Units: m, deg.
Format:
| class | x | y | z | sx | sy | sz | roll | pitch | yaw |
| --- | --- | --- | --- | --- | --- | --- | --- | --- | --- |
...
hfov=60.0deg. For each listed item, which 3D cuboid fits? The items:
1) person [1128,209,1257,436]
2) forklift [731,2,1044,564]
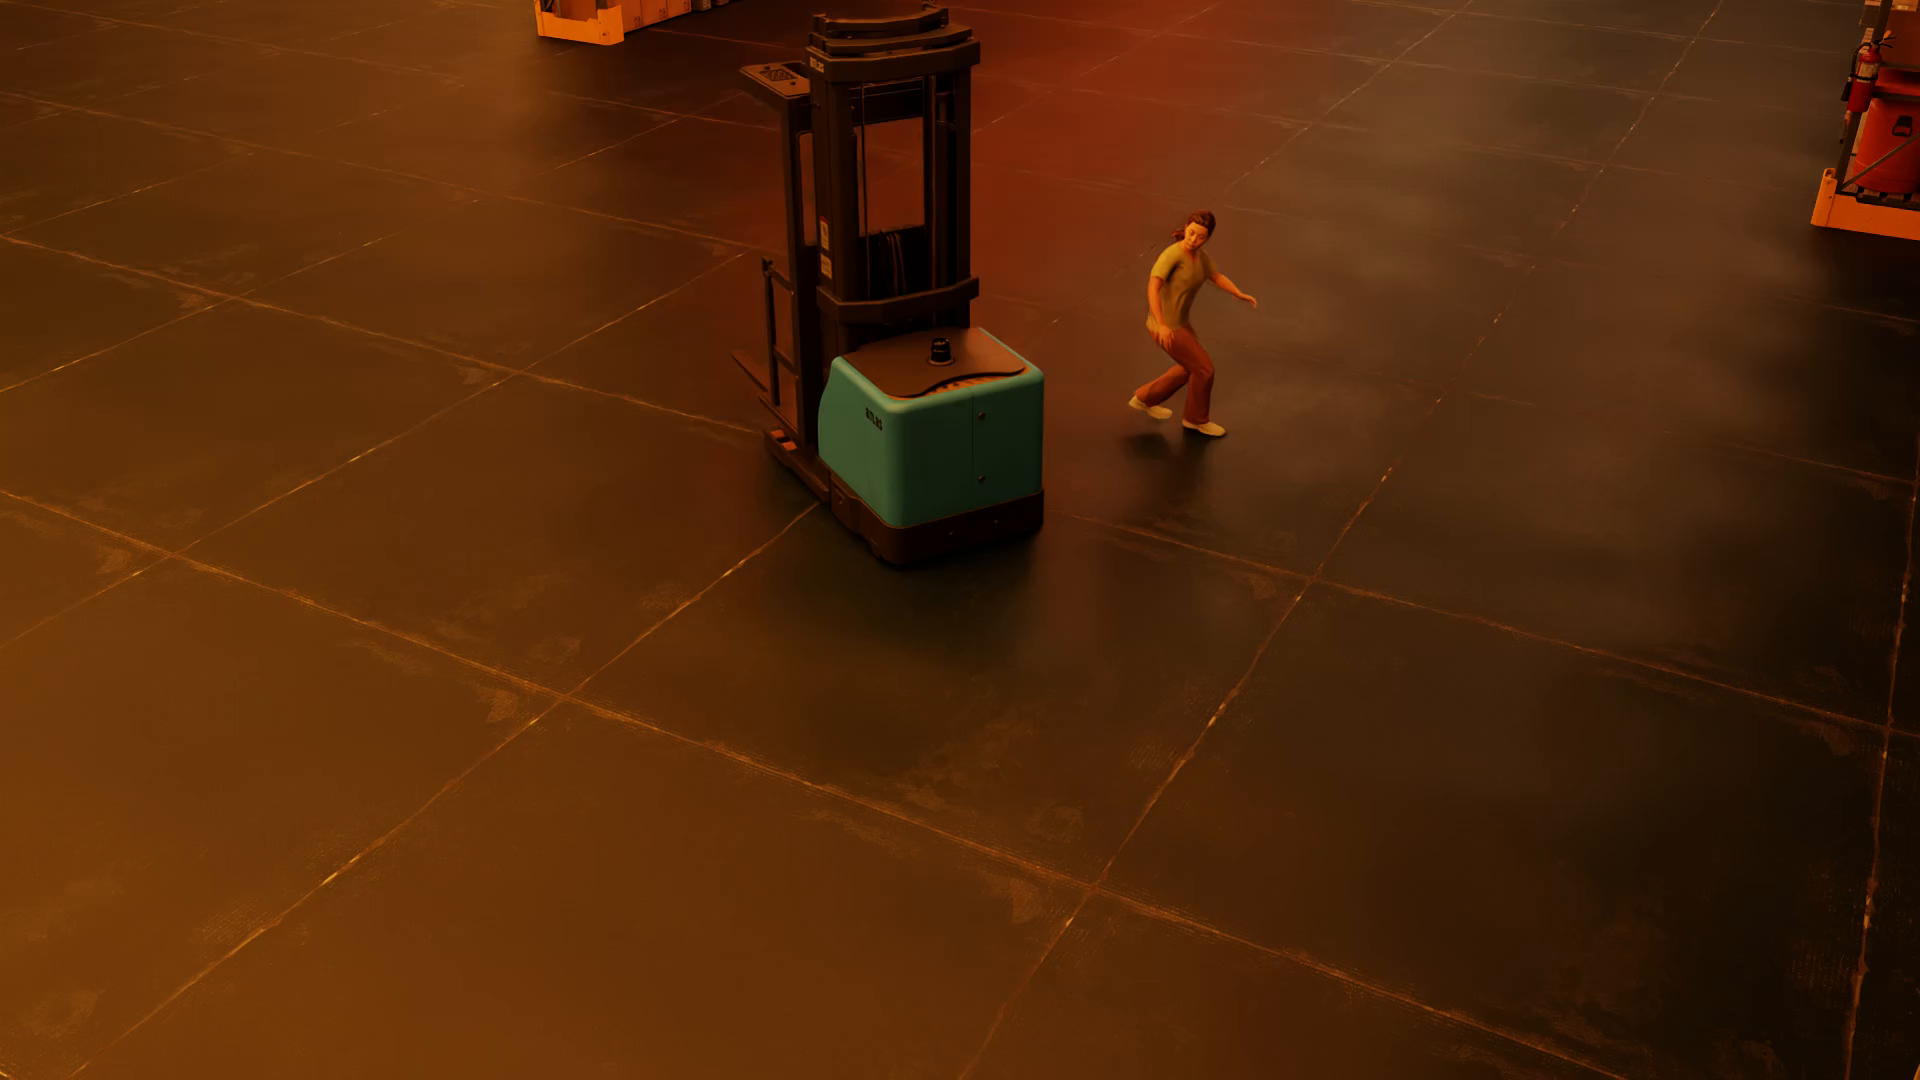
| class | x | y | z | sx | sy | sz | roll | pitch | yaw |
| --- | --- | --- | --- | --- | --- | --- | --- | --- | --- |
| person | 1.502 | -1.382 | 10.866 | 0.786 | 1.542 | 0.794 | 12 | 32 | 19 |
| forklift | -0.635 | -1.839 | 10.258 | 1.130 | 2.935 | 3.031 | -15 | 33 | -24 |
